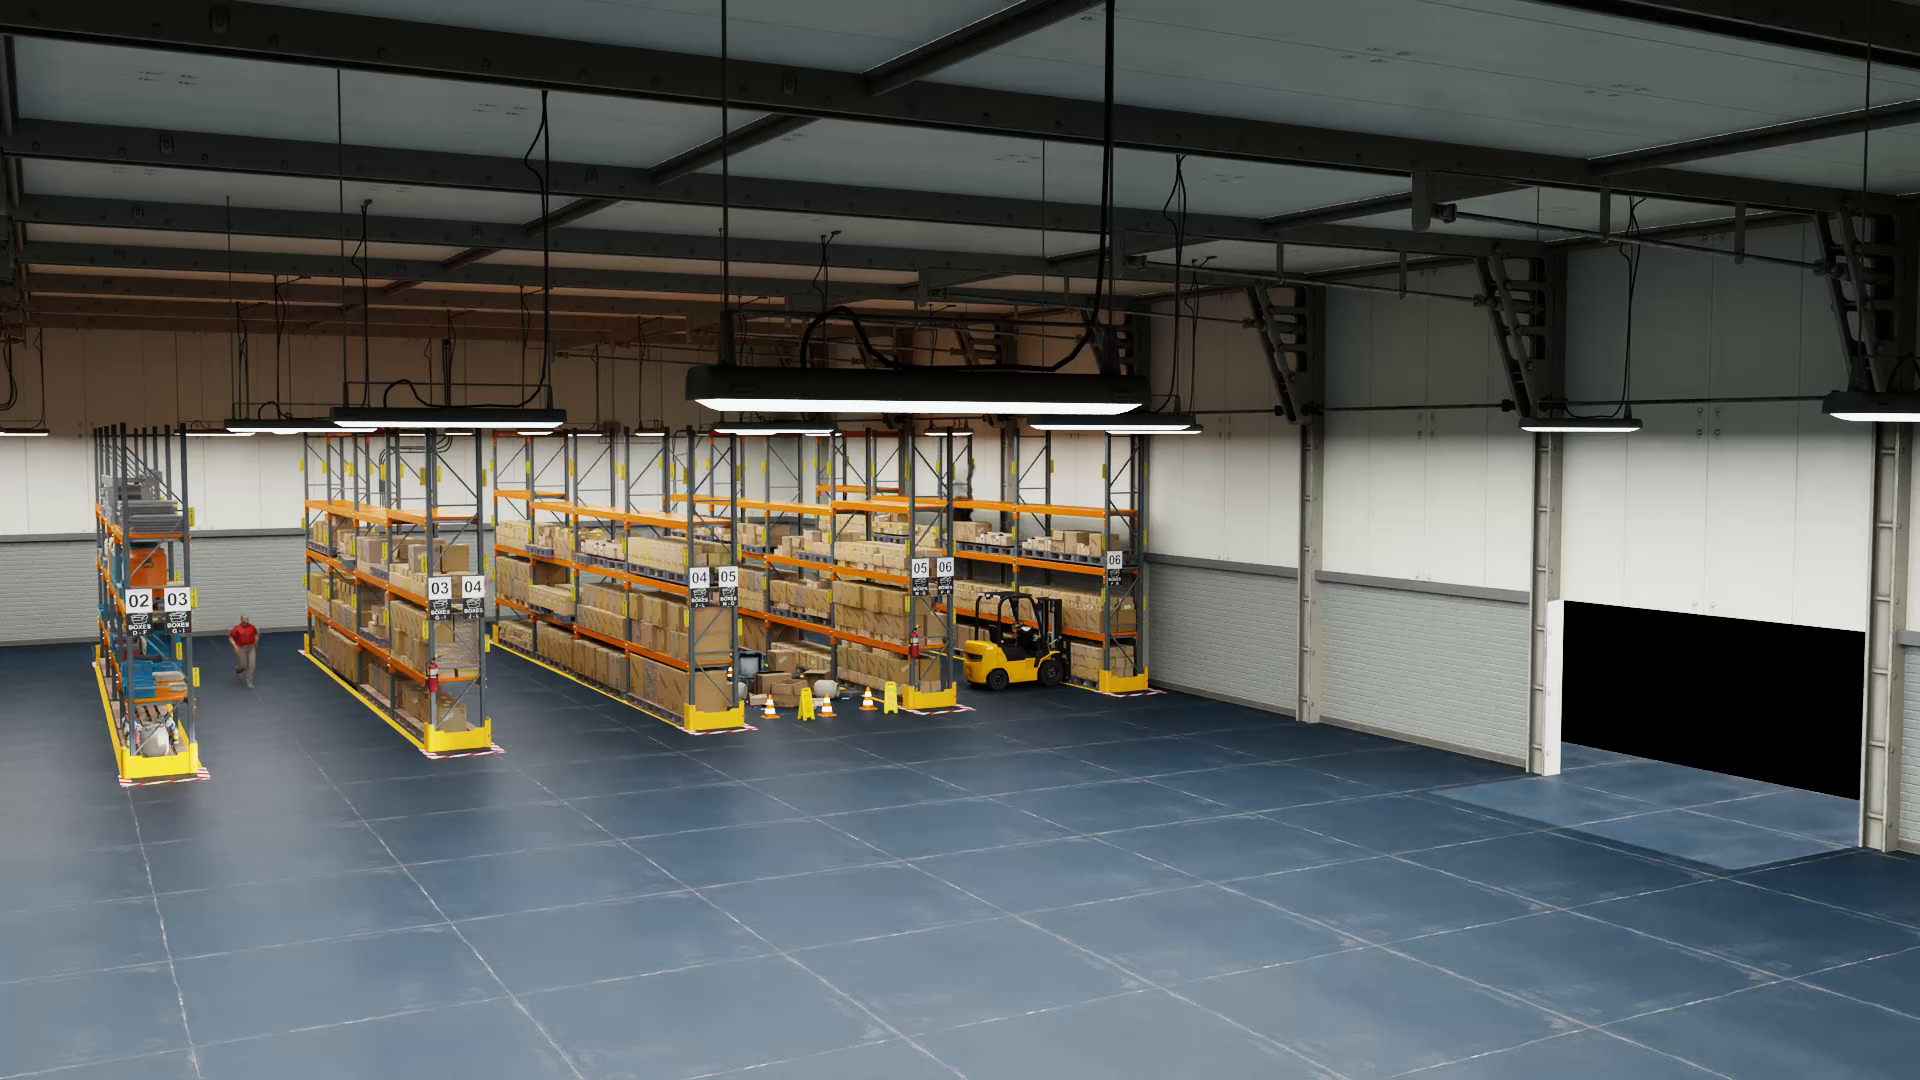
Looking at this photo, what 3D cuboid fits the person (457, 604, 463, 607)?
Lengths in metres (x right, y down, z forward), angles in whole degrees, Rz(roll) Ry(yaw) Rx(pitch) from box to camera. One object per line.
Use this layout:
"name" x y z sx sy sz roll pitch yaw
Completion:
"person" -13.385 2.145 44.762 0.644 1.812 0.687 -2 4 -29

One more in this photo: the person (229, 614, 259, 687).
"person" -16.565 2.555 38.535 0.672 1.691 0.679 -3 5 -42
